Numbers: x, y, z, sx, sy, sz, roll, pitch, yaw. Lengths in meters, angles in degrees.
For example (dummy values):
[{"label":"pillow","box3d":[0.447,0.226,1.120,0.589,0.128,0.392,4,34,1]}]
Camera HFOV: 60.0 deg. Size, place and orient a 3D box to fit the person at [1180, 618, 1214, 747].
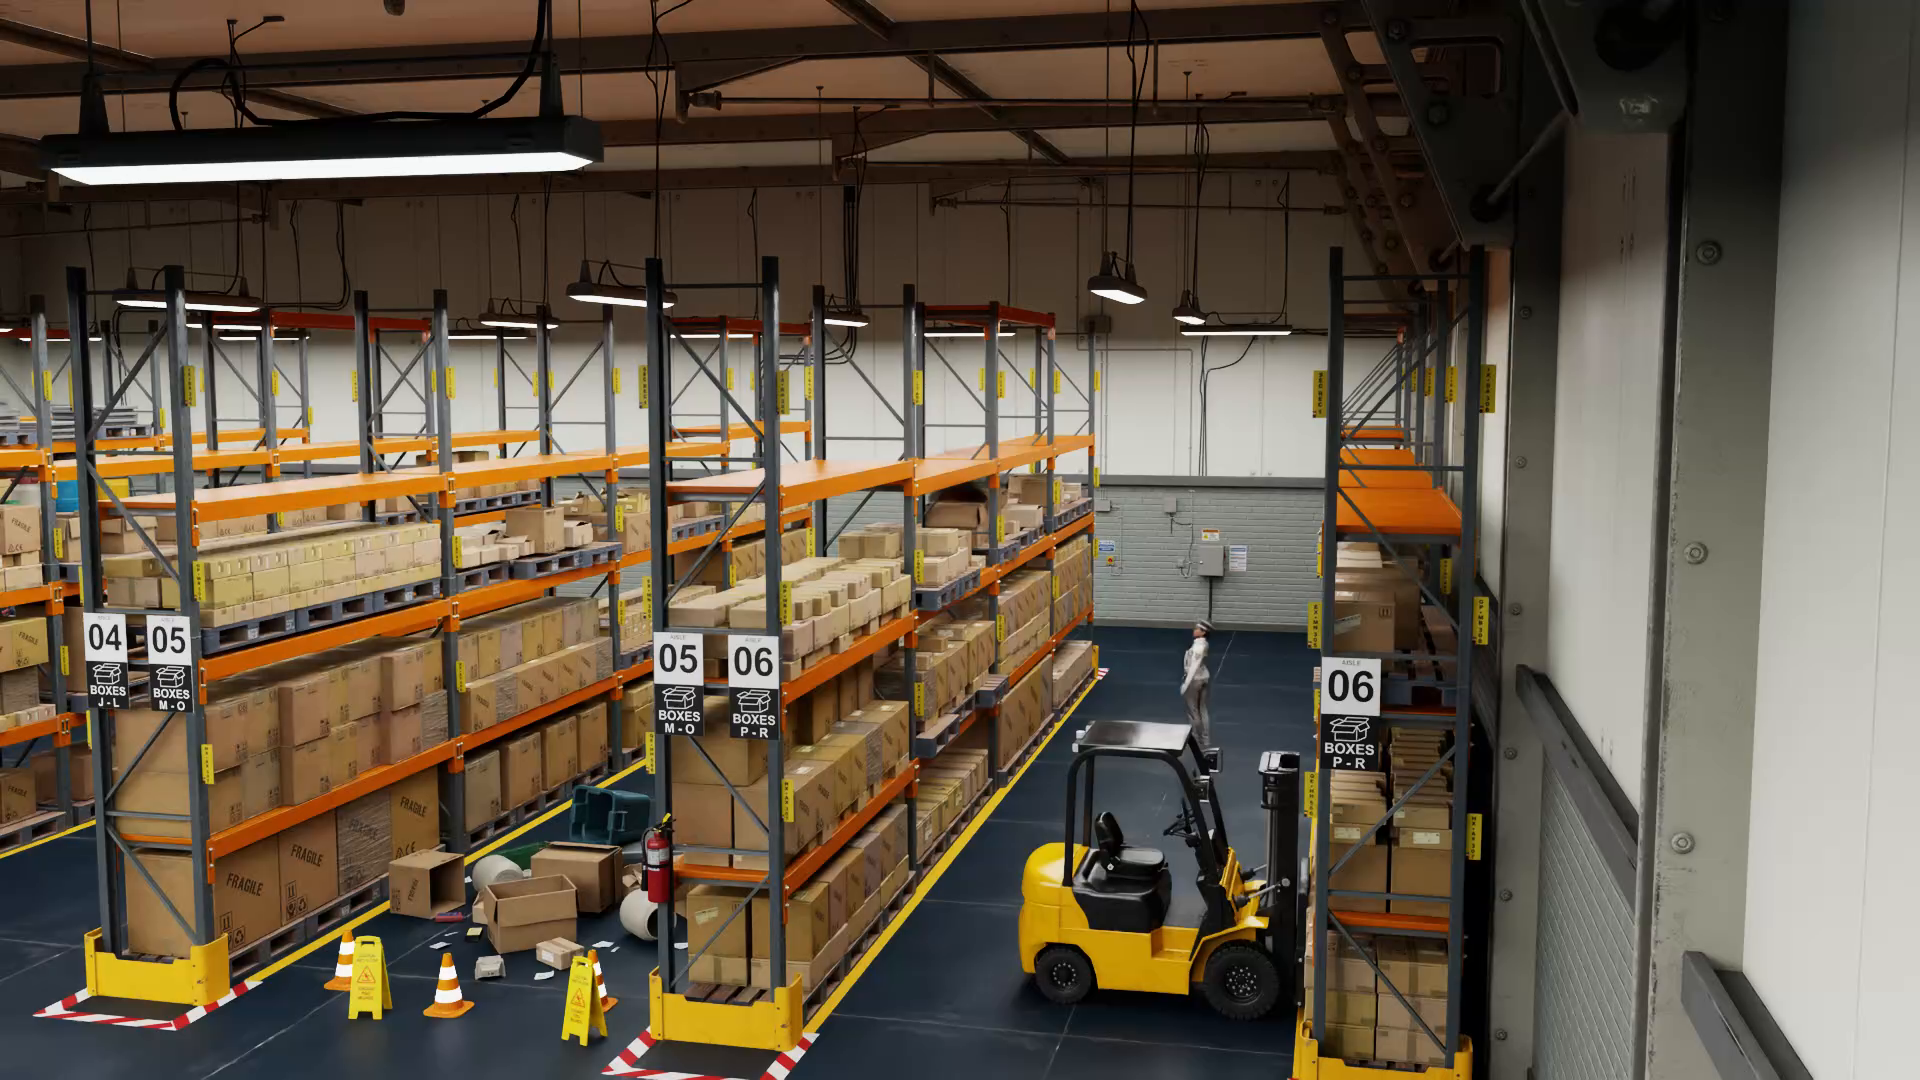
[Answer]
[{"label":"person","box3d":[3.087,1.866,21.697,0.392,1.701,0.549,5,8,41]}]
